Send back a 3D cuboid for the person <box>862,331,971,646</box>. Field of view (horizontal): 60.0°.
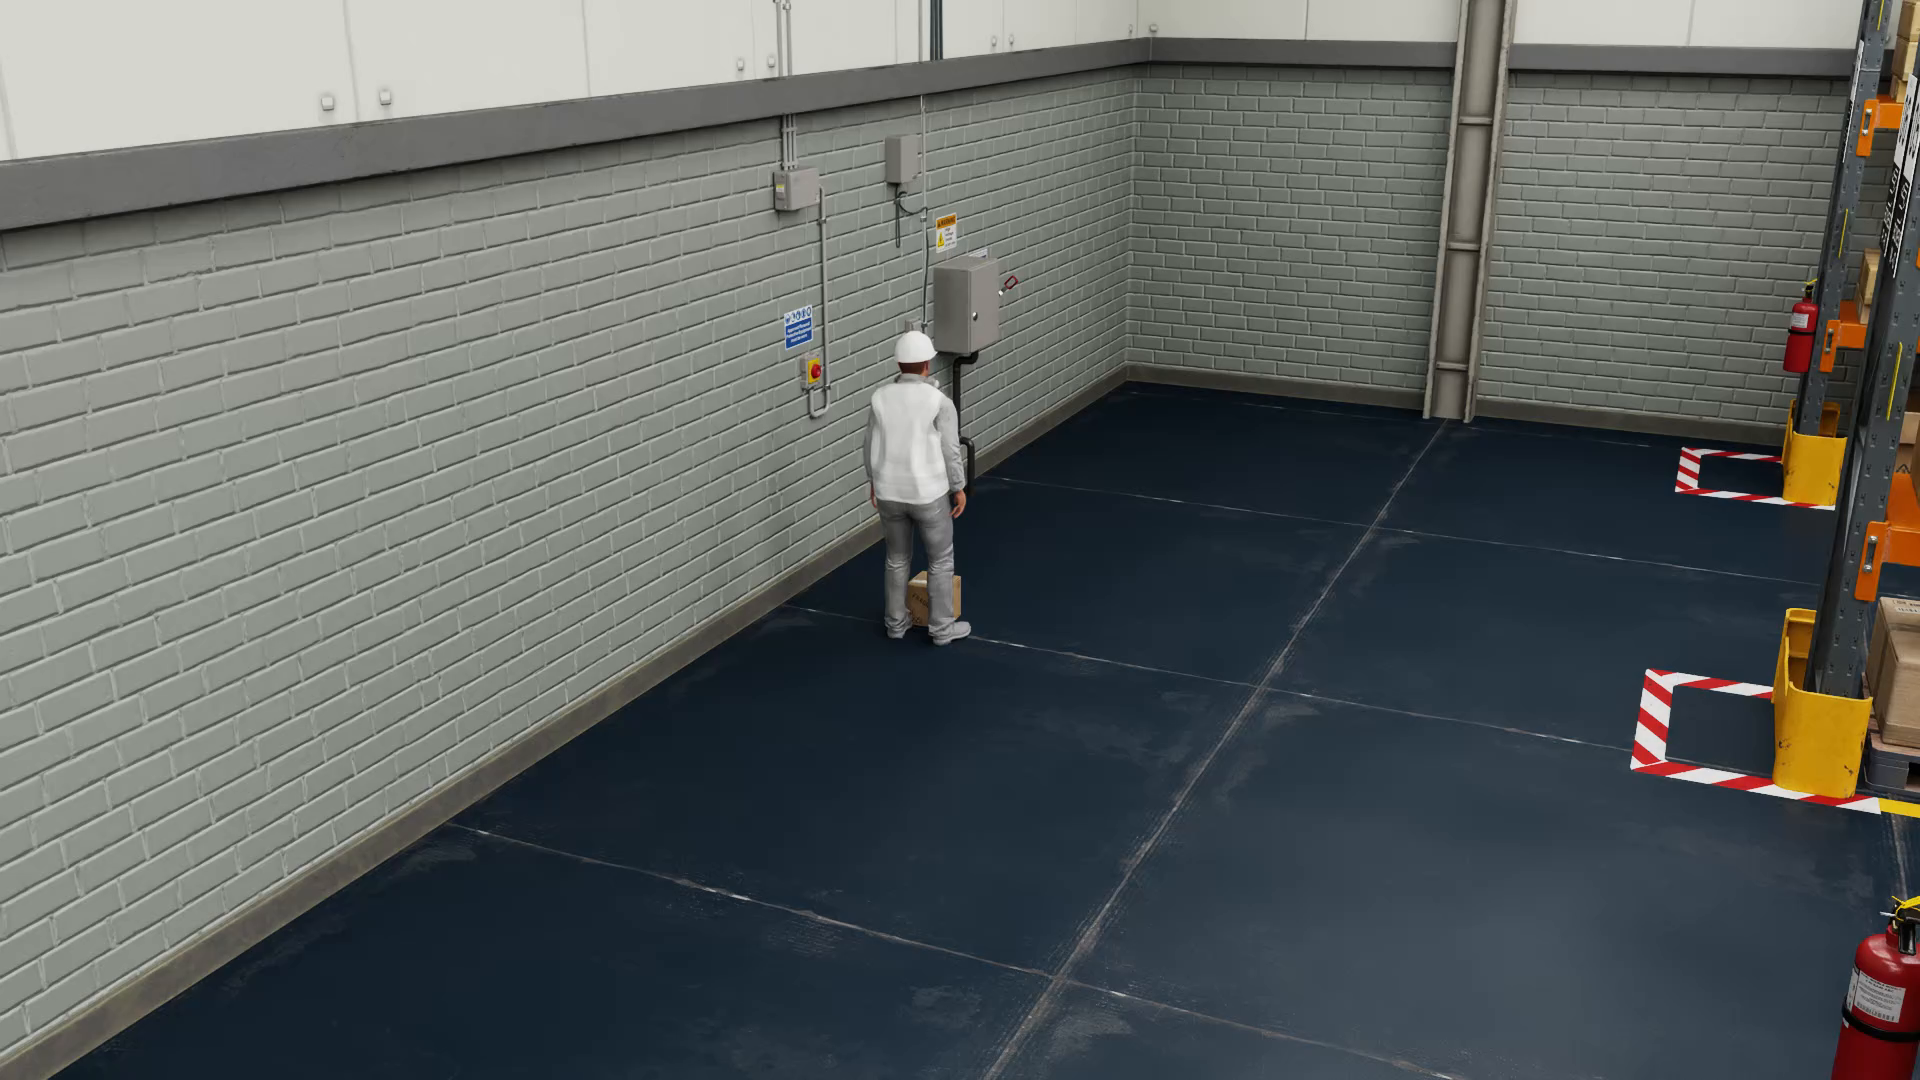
[{"bbox_3d":[-0.255,-0.288,9.364,0.591,1.772,0.459,7,20,21],"label":"person"}]
